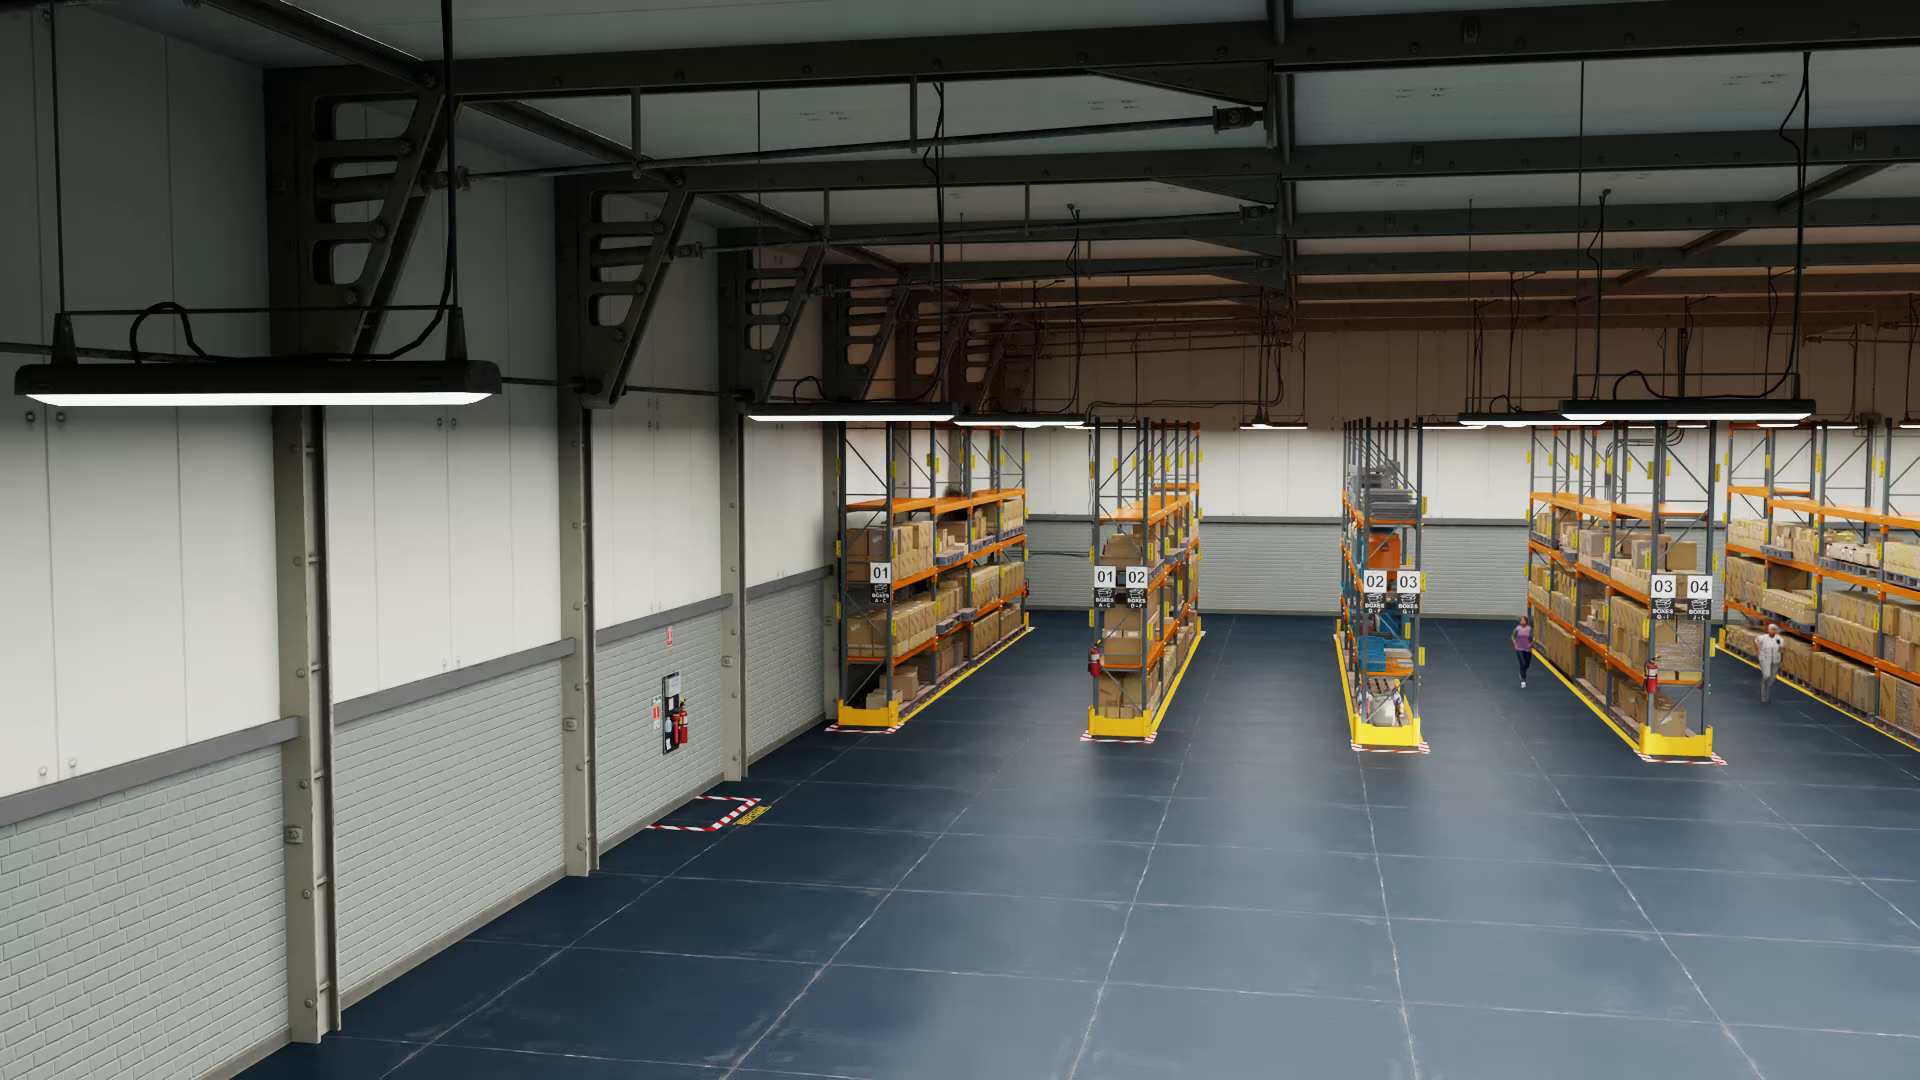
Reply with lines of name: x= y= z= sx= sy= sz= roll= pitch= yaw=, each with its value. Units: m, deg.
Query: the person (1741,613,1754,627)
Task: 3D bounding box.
person: x=21.510 y=1.953 z=45.167 sx=0.807 sy=1.691 sz=0.652 roll=0 pitch=4 yaw=-4

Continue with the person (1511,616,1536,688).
person: x=12.742 y=2.506 z=37.589 sx=0.536 sy=1.591 sz=0.710 roll=1 pitch=4 yaw=14

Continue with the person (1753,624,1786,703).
person: x=17.222 y=2.618 z=35.351 sx=0.585 sy=1.696 sz=0.751 roll=1 pitch=4 yaw=9

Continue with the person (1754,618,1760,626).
person: x=21.673 y=1.975 z=44.840 sx=0.655 sy=1.660 sz=0.919 roll=-4 pitch=5 yaw=-45
